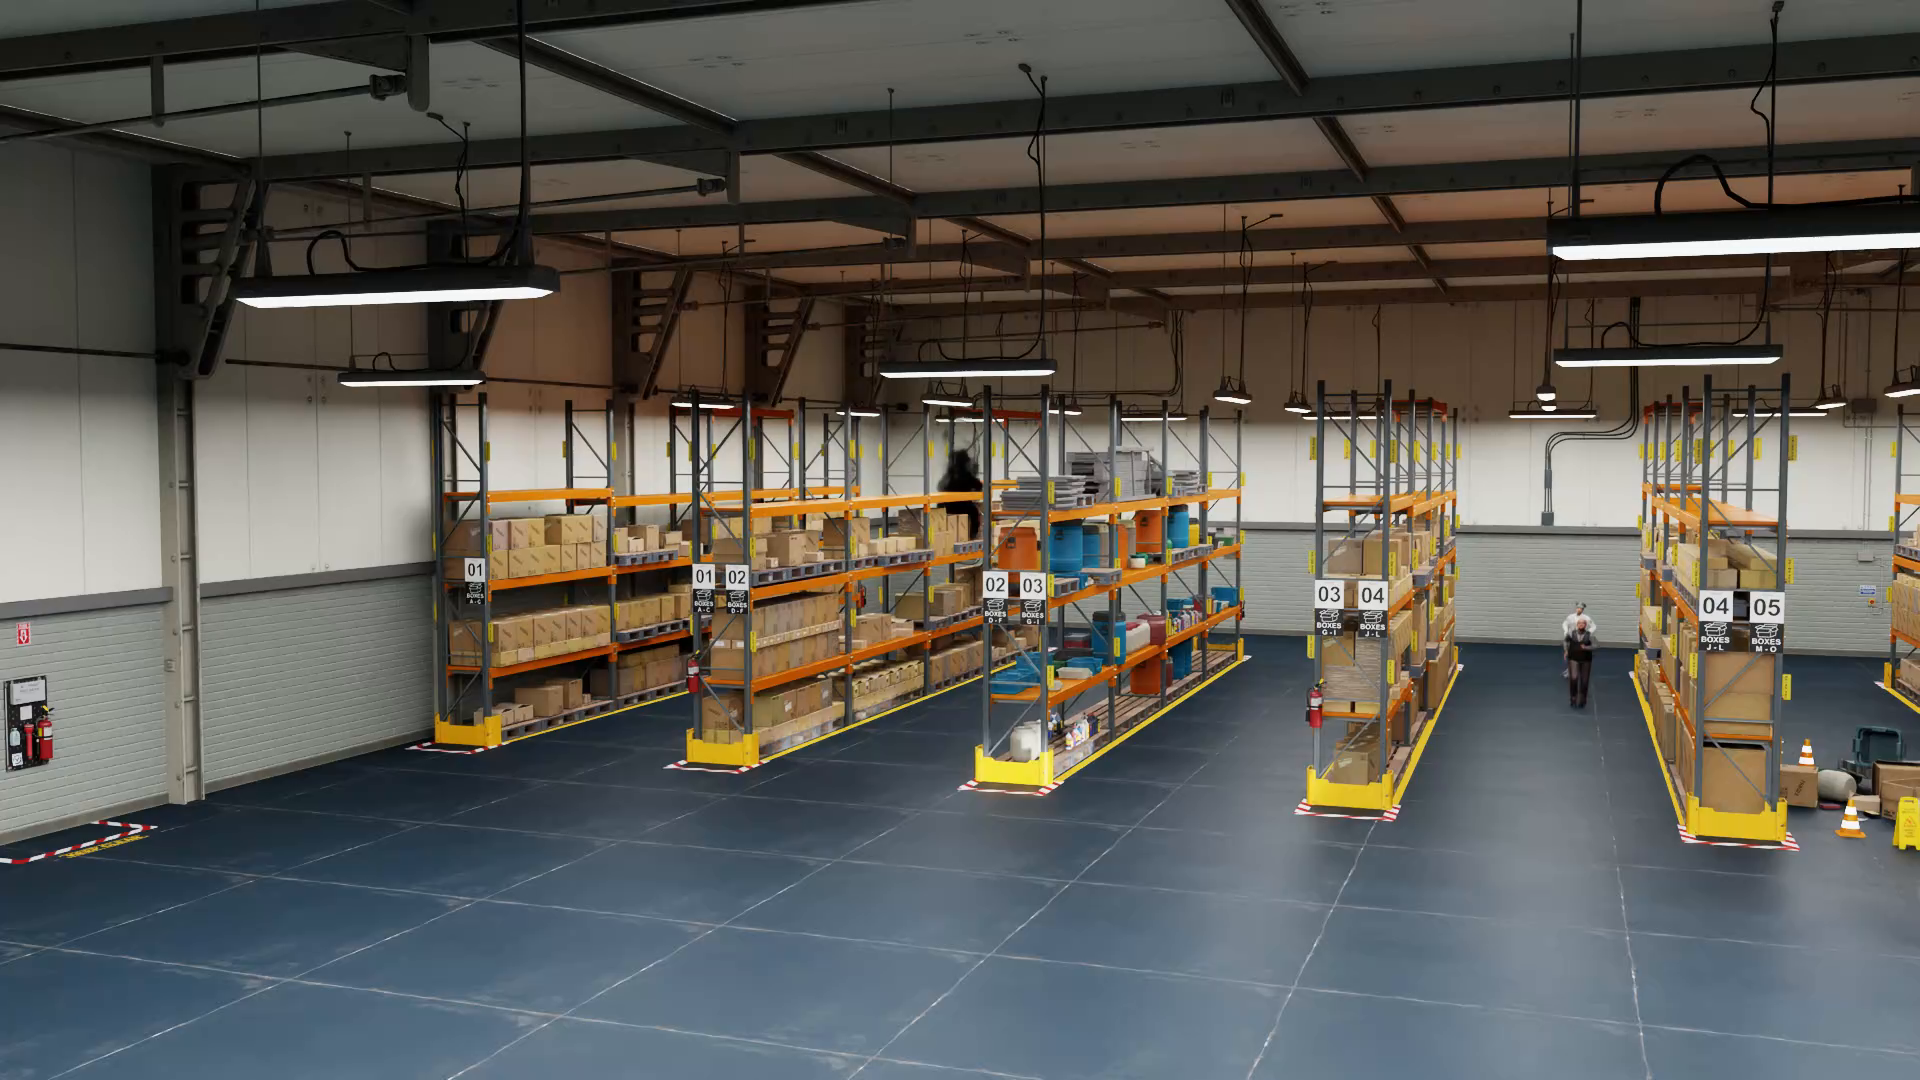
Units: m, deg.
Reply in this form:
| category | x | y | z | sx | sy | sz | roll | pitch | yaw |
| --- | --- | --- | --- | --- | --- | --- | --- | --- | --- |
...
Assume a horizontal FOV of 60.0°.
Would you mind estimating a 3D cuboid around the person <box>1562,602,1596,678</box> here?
| category | x | y | z | sx | sy | sz | roll | pitch | yaw |
| --- | --- | --- | --- | --- | --- | --- | --- | --- | --- |
| person | 13.690 | 2.220 | 36.891 | 0.685 | 1.710 | 0.668 | 3 | 4 | 43 |

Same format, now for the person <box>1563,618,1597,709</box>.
| category | x | y | z | sx | sy | sz | roll | pitch | yaw |
| --- | --- | --- | --- | --- | --- | --- | --- | --- | --- |
| person | 12.120 | 2.415 | 32.507 | 0.625 | 1.780 | 0.758 | 1 | 3 | 19 |
